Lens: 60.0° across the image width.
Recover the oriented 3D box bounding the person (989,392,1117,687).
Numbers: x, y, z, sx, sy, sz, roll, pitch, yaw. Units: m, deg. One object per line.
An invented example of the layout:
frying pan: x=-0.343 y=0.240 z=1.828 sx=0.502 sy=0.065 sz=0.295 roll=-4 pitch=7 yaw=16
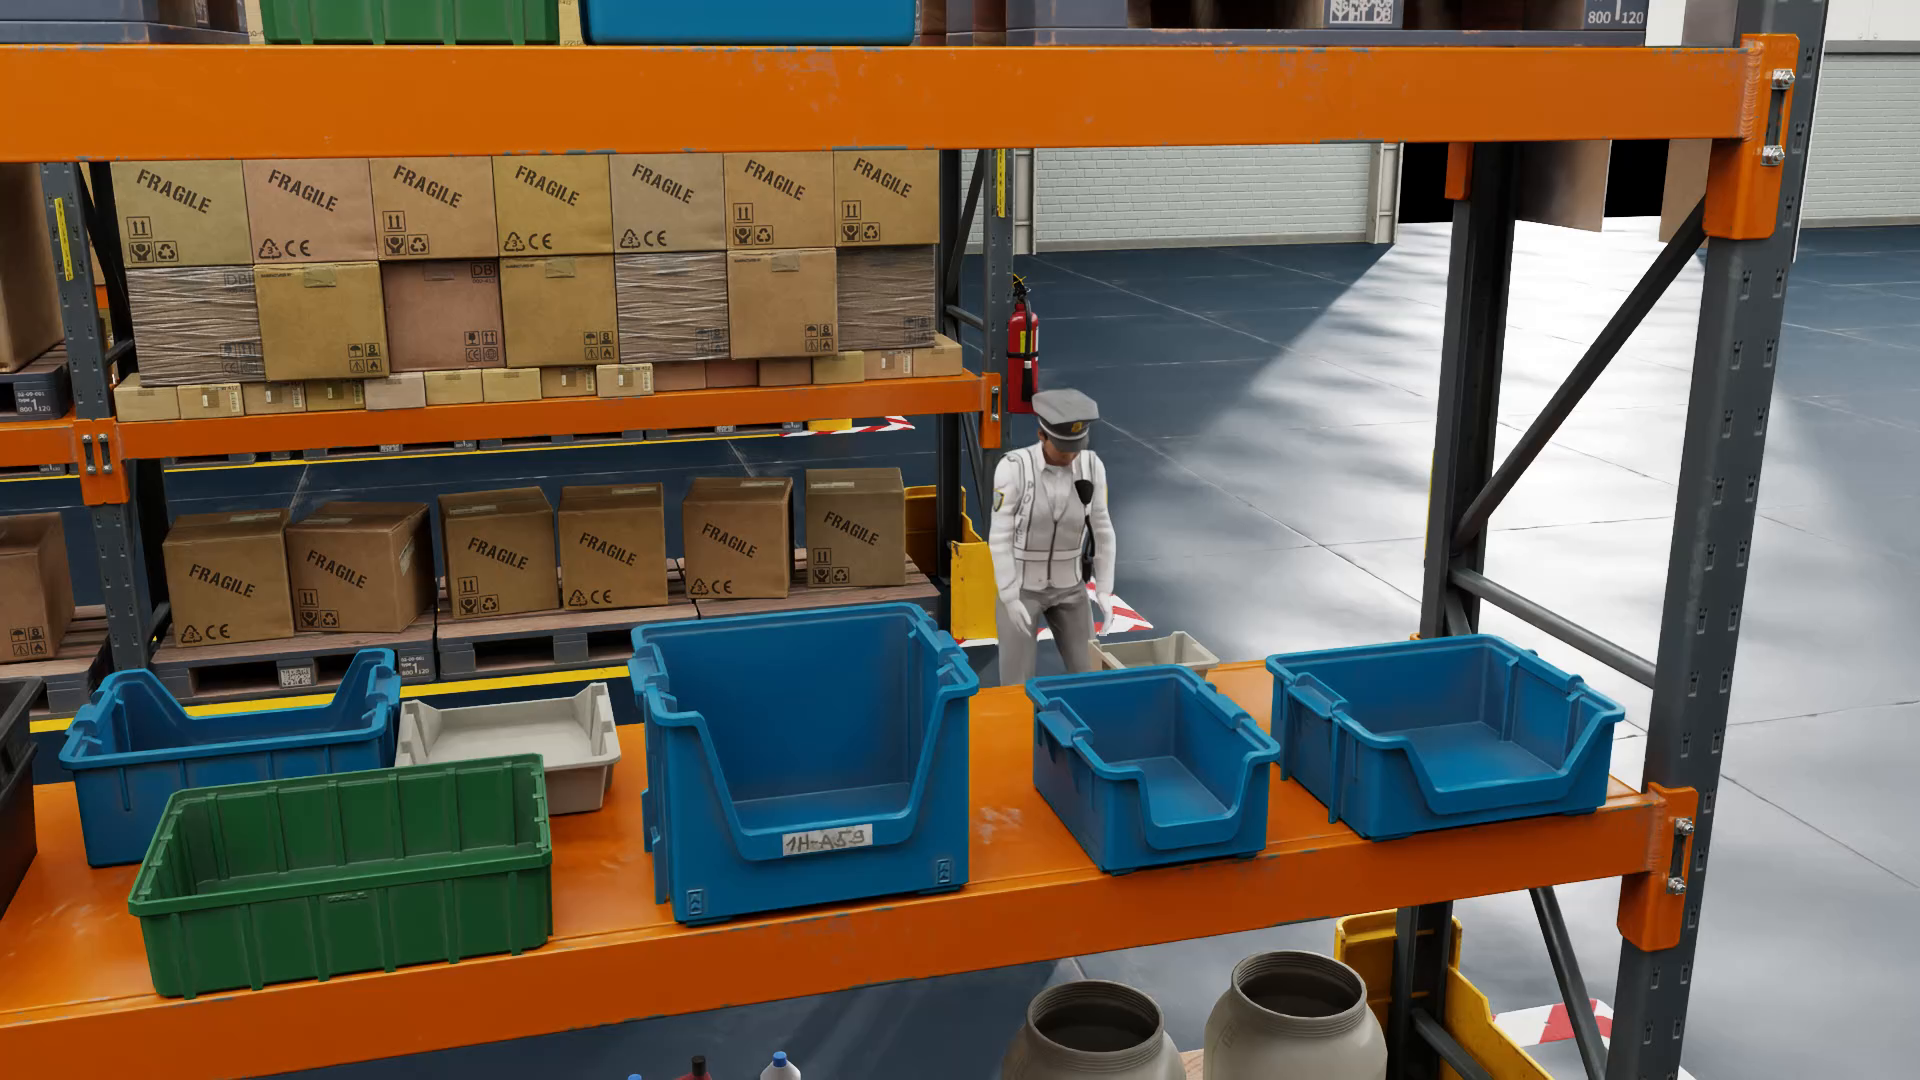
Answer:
person: x=0.358 y=0.222 z=6.395 sx=0.508 sy=1.604 sz=0.481 roll=-4 pitch=17 yaw=-14
